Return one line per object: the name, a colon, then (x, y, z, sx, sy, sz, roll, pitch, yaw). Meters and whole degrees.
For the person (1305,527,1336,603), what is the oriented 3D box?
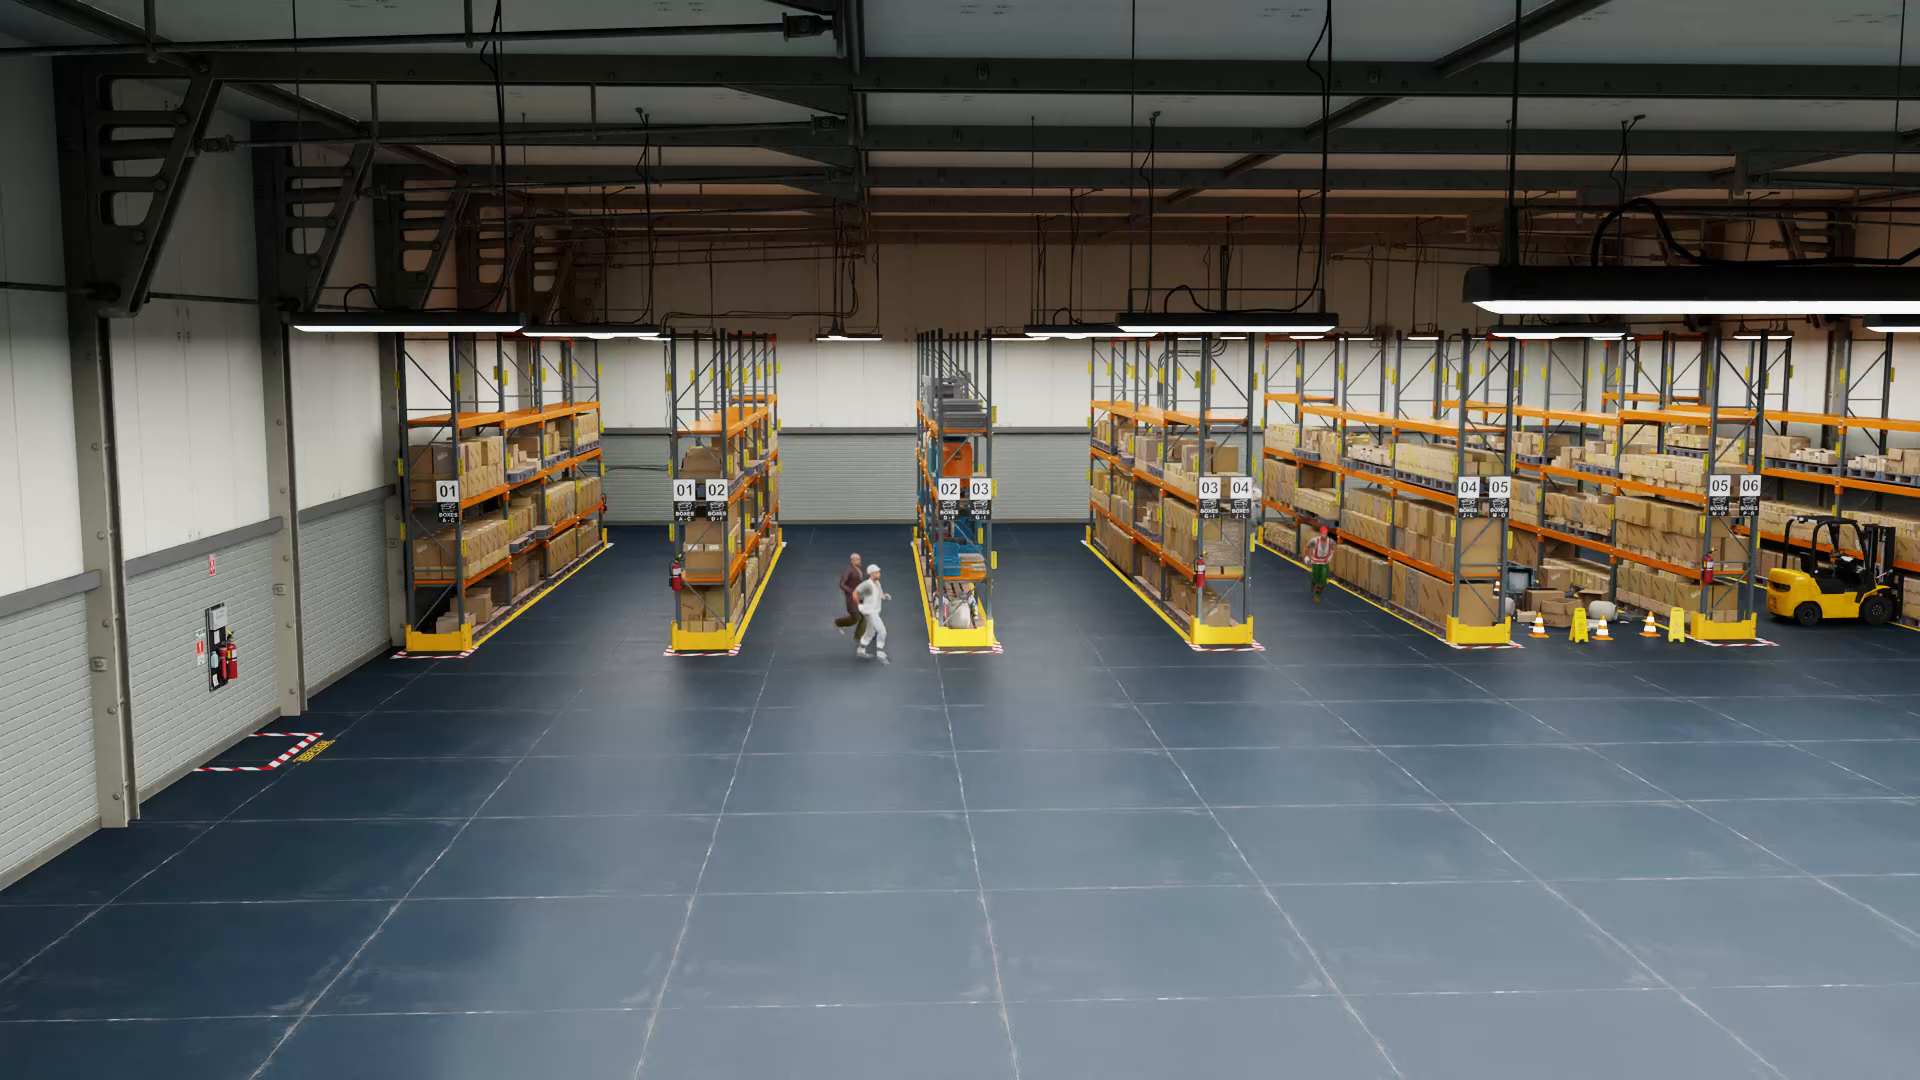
person: (8.019, 0.532, 37.035, 0.642, 1.711, 0.777, -1, 7, -9)

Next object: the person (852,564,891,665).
person: (-1.599, 1.346, 29.754, 0.722, 1.839, 0.761, 3, 7, 20)

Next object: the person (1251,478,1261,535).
person: (8.603, -0.963, 49.345, 0.638, 1.787, 0.696, 4, 8, 33)

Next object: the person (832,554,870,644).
person: (-2.063, 1.121, 31.874, 0.806, 1.735, 0.723, 4, 8, 33)
